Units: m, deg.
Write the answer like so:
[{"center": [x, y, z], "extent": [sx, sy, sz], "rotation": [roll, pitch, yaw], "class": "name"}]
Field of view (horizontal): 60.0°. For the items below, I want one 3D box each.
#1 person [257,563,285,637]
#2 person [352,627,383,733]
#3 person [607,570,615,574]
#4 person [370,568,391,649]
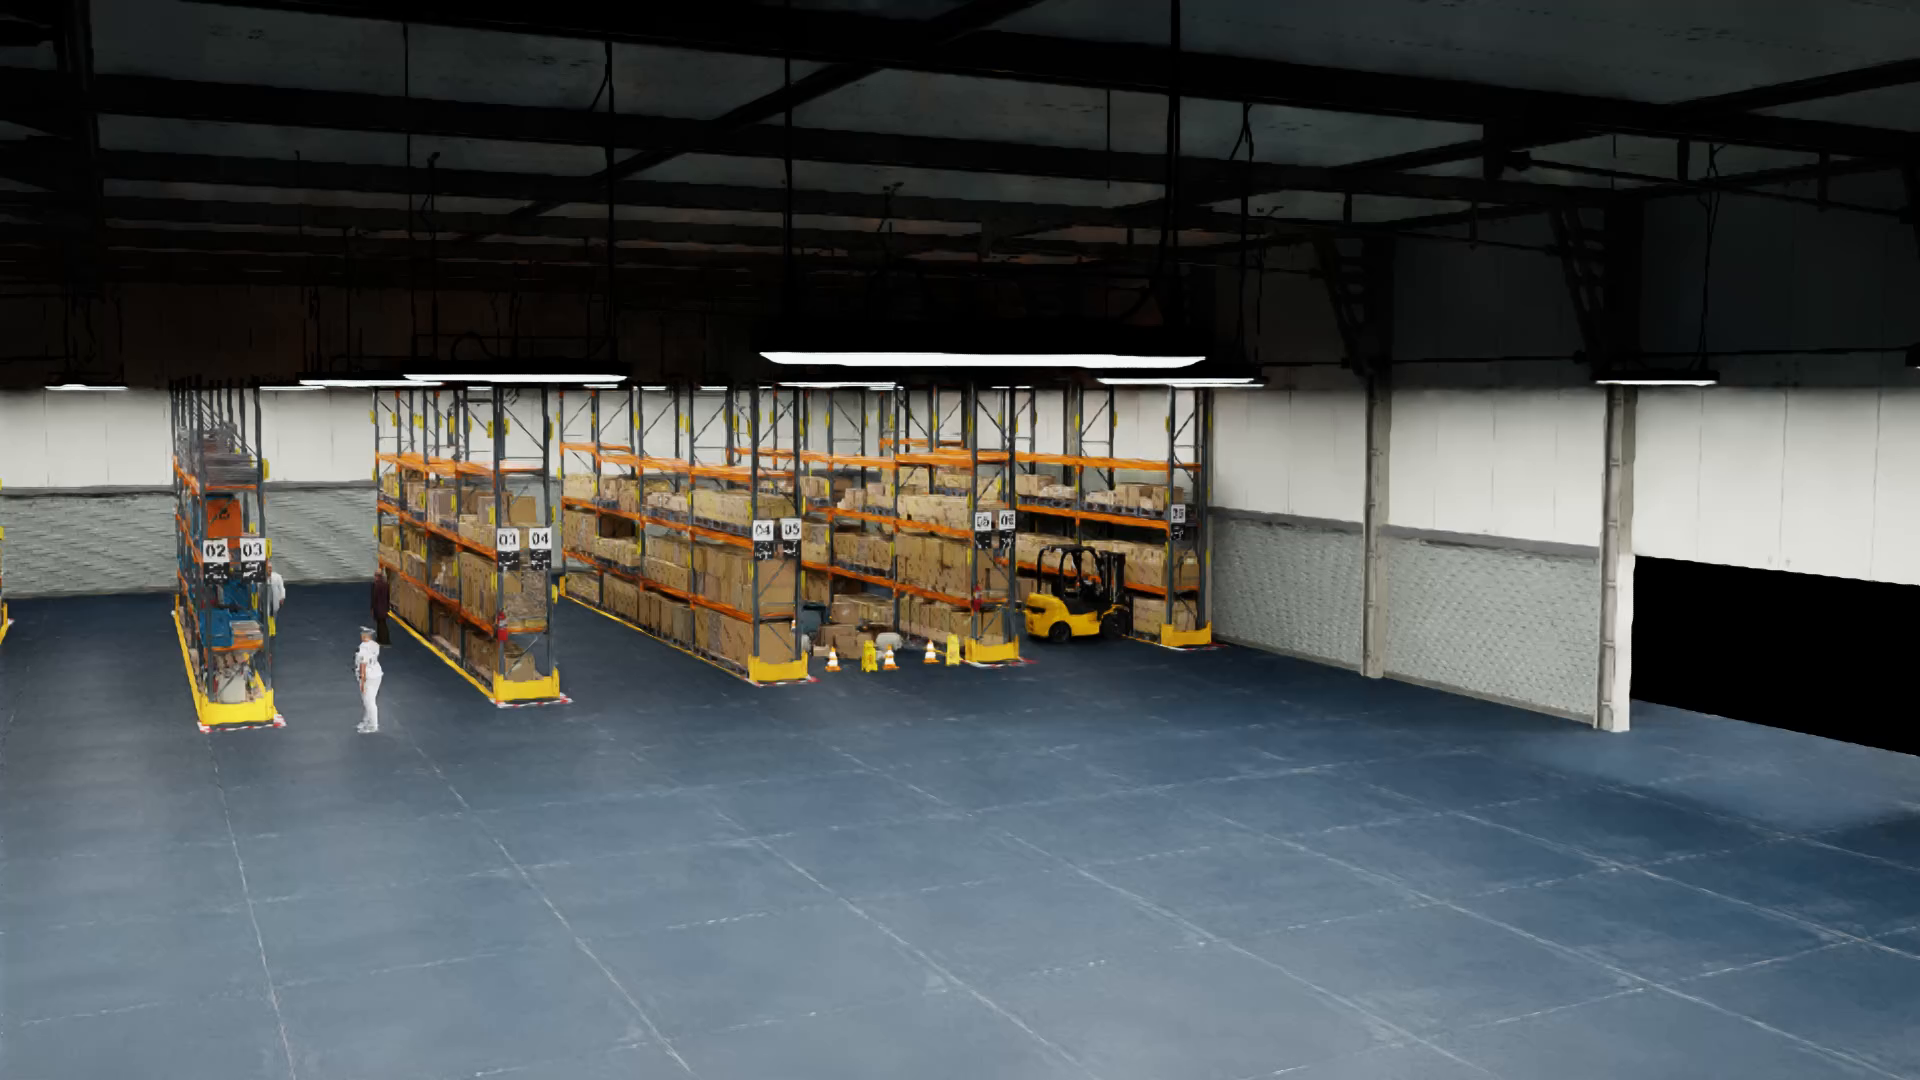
[{"center": [-16.186, 1.389, 39.055], "extent": [0.603, 1.721, 1.093], "rotation": [-3, 6, -27], "class": "person"}, {"center": [-10.028, 2.344, 28.042], "extent": [0.504, 1.759, 0.588], "rotation": [0, 5, 4], "class": "person"}, {"center": [-11.076, 0.289, 51.651], "extent": [0.584, 1.679, 0.948], "rotation": [0, 5, 1], "class": "person"}, {"center": [-12.992, 1.517, 37.128], "extent": [0.636, 1.775, 0.677], "rotation": [0, 5, 4], "class": "person"}]
